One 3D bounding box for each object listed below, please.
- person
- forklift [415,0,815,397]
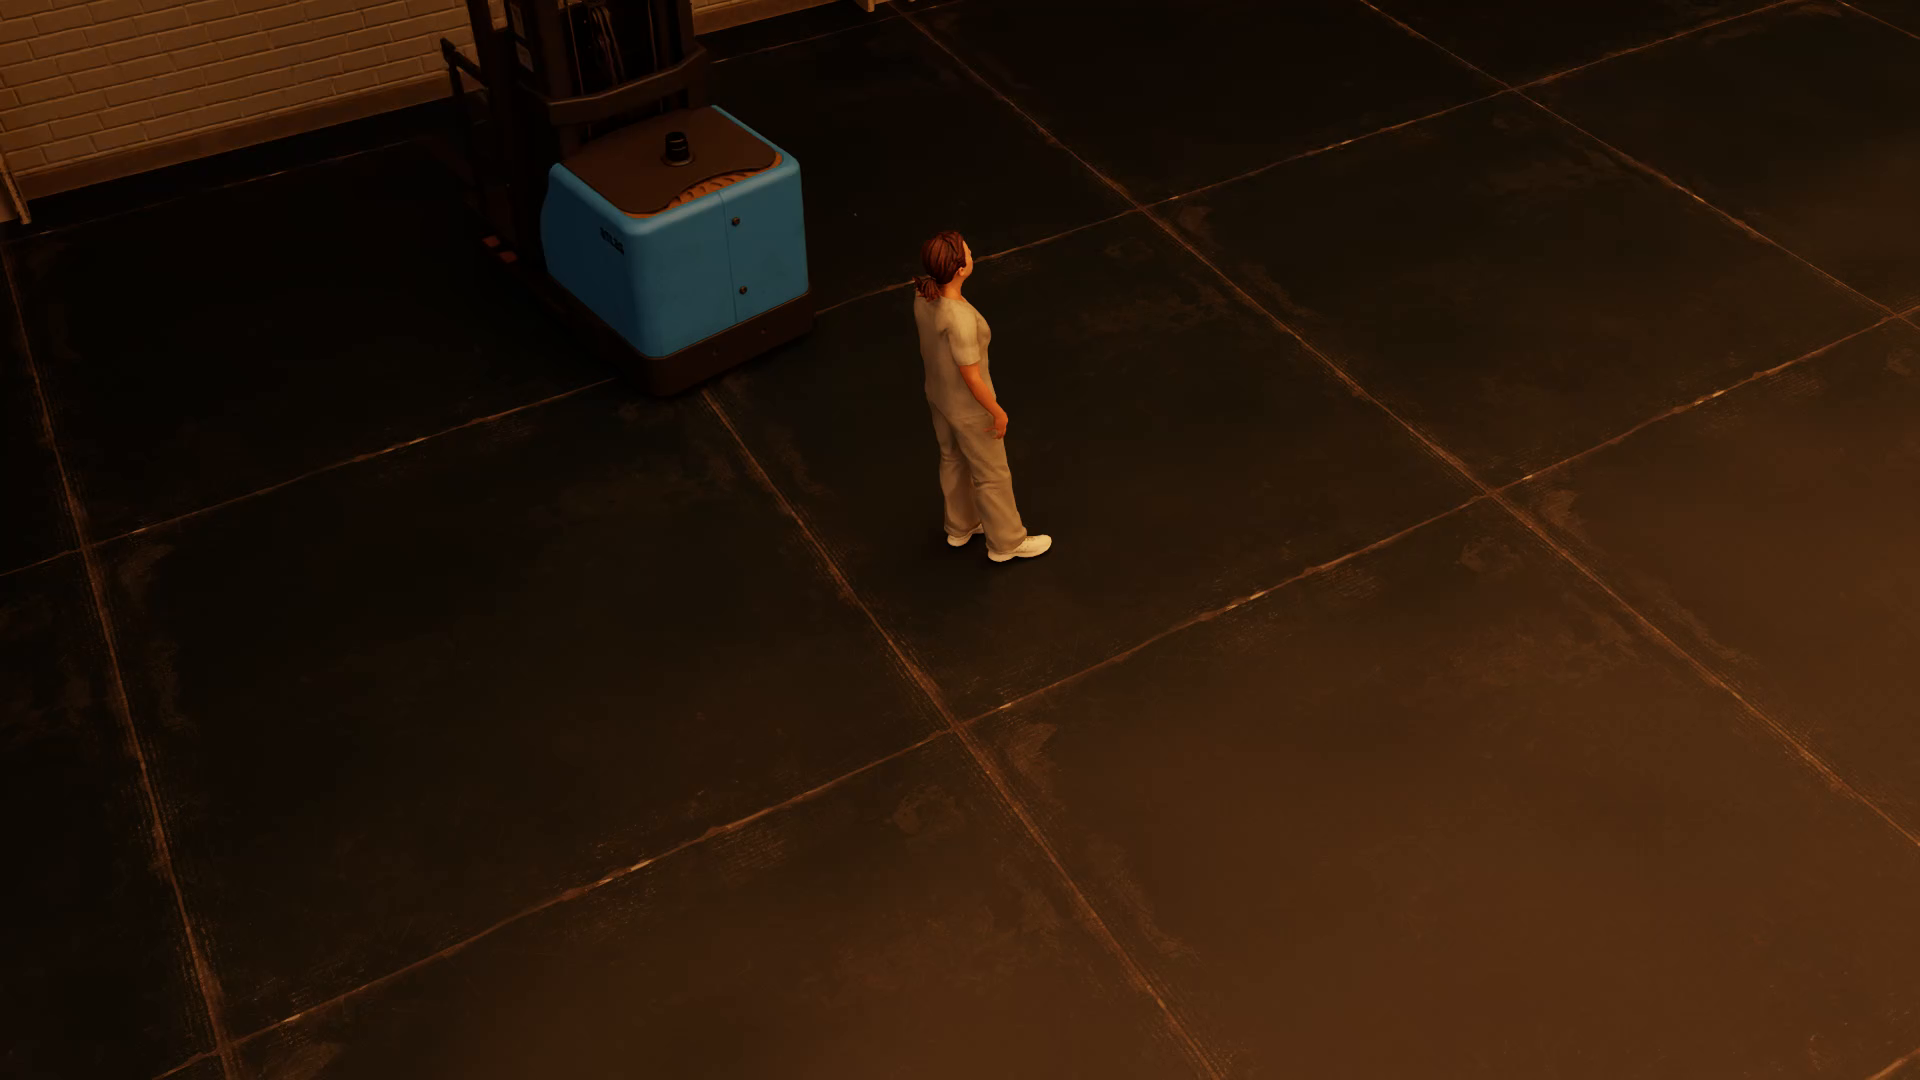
[{"bbox_3d":[0.071,-0.637,7.297,0.548,1.673,0.550,-21,47,-21],"label":"person"},{"bbox_3d":[-2.117,-2.746,8.659,1.130,2.935,3.031,-30,50,-28],"label":"forklift"}]
